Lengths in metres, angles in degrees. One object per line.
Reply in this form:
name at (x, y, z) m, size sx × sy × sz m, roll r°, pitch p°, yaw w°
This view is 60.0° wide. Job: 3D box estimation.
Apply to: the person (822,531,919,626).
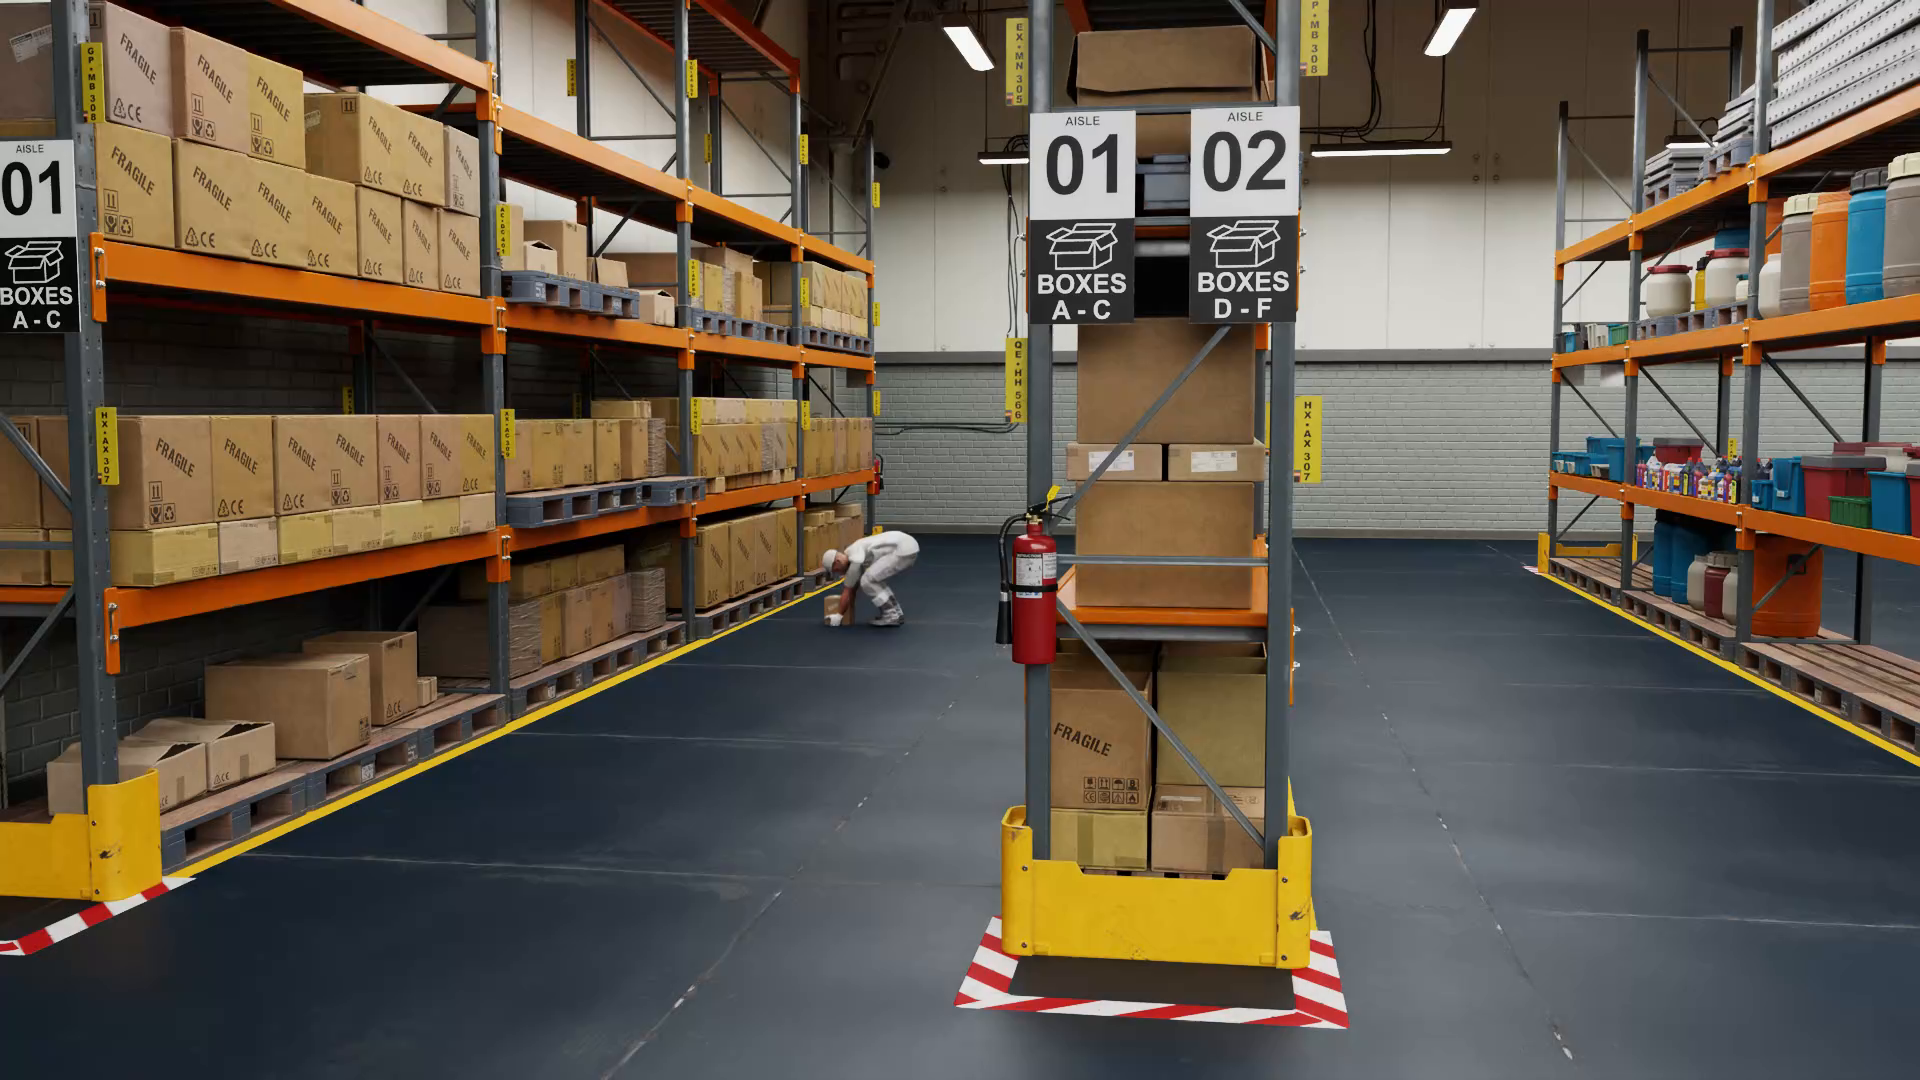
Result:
person at (-0.875, 0.378, 16.267) m, size 0.953 × 0.923 × 0.534 m, roll 0°, pitch 4°, yaw 6°
